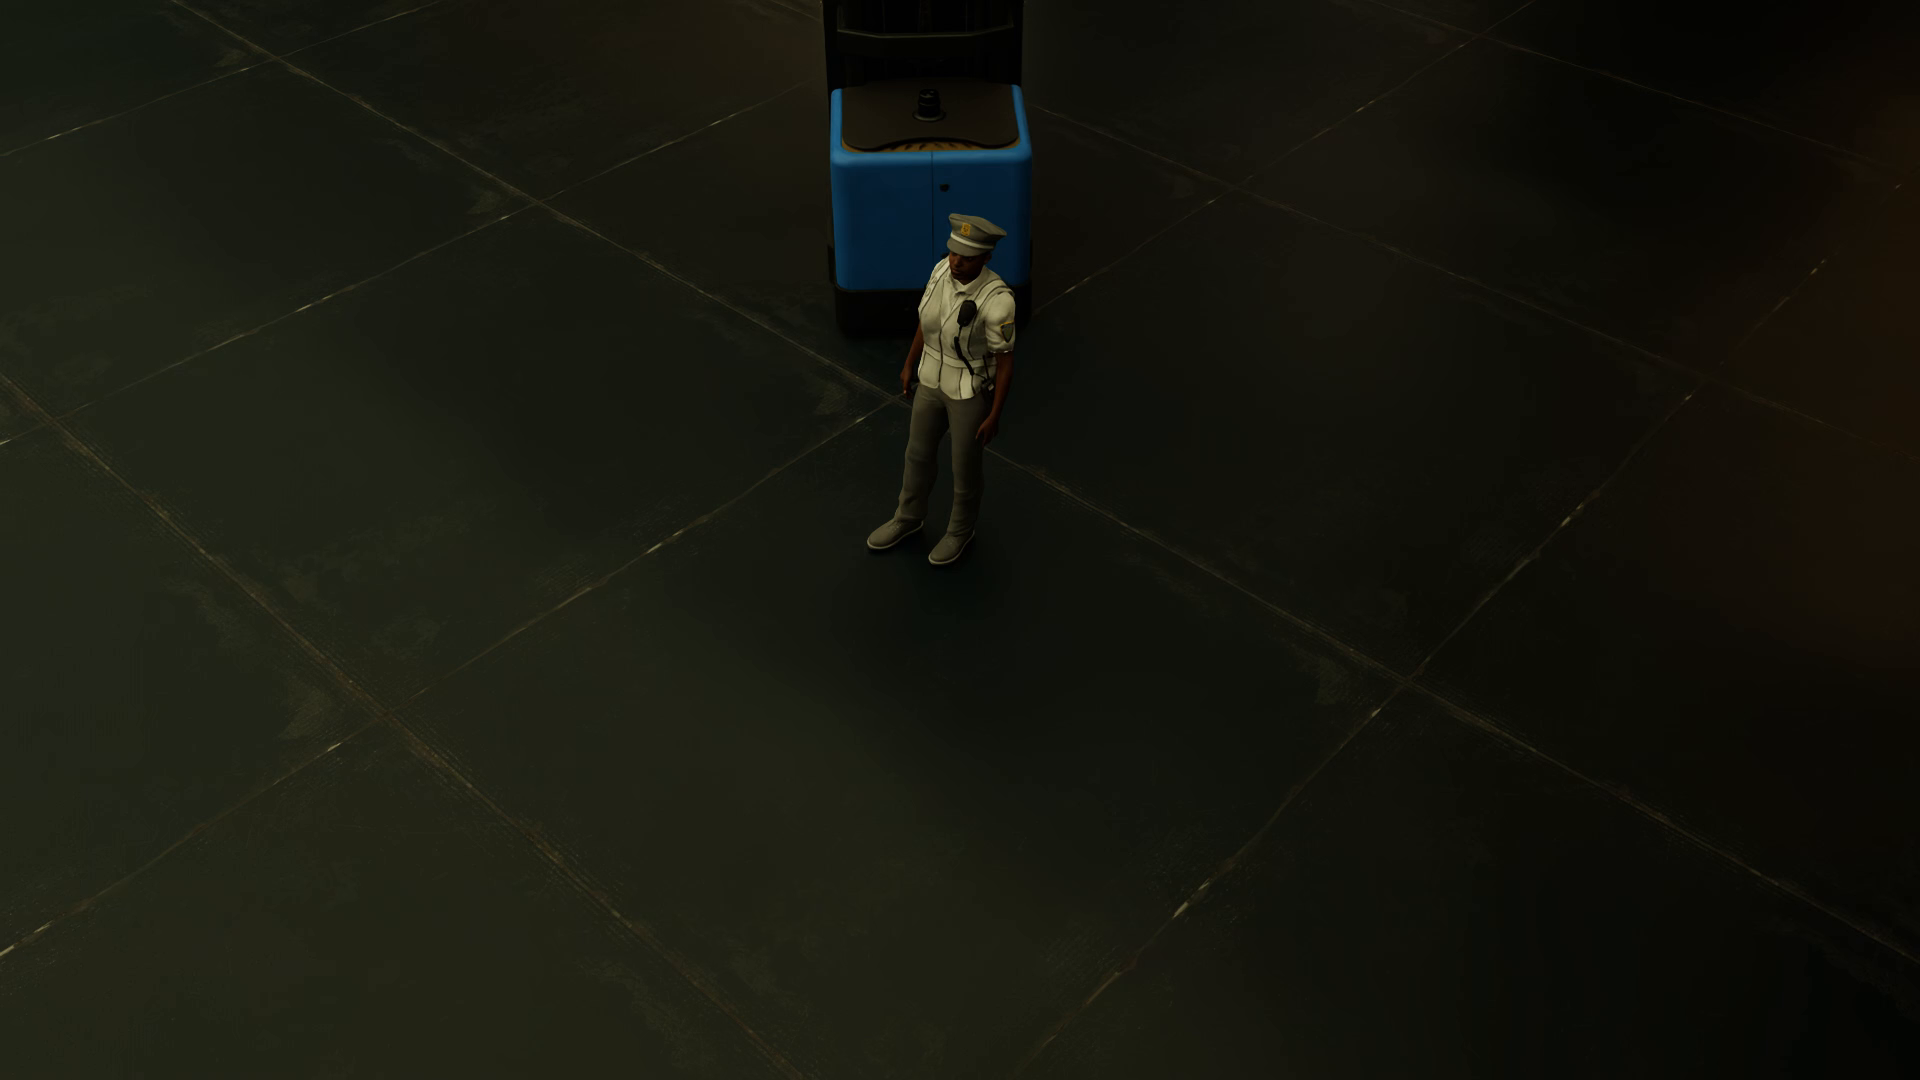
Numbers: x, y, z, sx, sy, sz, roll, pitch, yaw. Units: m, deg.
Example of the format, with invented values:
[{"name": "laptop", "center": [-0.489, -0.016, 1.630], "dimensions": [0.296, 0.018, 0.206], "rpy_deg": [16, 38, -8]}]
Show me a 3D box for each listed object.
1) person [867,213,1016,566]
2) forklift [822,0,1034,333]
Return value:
[{"name": "person", "center": [-0.066, -0.621, 7.092], "dimensions": [0.569, 1.693, 0.528], "rpy_deg": [31, 49, 31]}, {"name": "forklift", "center": [-0.214, -3.160, 9.112], "dimensions": [1.130, 2.935, 3.031], "rpy_deg": [-2, 41, -2]}]
